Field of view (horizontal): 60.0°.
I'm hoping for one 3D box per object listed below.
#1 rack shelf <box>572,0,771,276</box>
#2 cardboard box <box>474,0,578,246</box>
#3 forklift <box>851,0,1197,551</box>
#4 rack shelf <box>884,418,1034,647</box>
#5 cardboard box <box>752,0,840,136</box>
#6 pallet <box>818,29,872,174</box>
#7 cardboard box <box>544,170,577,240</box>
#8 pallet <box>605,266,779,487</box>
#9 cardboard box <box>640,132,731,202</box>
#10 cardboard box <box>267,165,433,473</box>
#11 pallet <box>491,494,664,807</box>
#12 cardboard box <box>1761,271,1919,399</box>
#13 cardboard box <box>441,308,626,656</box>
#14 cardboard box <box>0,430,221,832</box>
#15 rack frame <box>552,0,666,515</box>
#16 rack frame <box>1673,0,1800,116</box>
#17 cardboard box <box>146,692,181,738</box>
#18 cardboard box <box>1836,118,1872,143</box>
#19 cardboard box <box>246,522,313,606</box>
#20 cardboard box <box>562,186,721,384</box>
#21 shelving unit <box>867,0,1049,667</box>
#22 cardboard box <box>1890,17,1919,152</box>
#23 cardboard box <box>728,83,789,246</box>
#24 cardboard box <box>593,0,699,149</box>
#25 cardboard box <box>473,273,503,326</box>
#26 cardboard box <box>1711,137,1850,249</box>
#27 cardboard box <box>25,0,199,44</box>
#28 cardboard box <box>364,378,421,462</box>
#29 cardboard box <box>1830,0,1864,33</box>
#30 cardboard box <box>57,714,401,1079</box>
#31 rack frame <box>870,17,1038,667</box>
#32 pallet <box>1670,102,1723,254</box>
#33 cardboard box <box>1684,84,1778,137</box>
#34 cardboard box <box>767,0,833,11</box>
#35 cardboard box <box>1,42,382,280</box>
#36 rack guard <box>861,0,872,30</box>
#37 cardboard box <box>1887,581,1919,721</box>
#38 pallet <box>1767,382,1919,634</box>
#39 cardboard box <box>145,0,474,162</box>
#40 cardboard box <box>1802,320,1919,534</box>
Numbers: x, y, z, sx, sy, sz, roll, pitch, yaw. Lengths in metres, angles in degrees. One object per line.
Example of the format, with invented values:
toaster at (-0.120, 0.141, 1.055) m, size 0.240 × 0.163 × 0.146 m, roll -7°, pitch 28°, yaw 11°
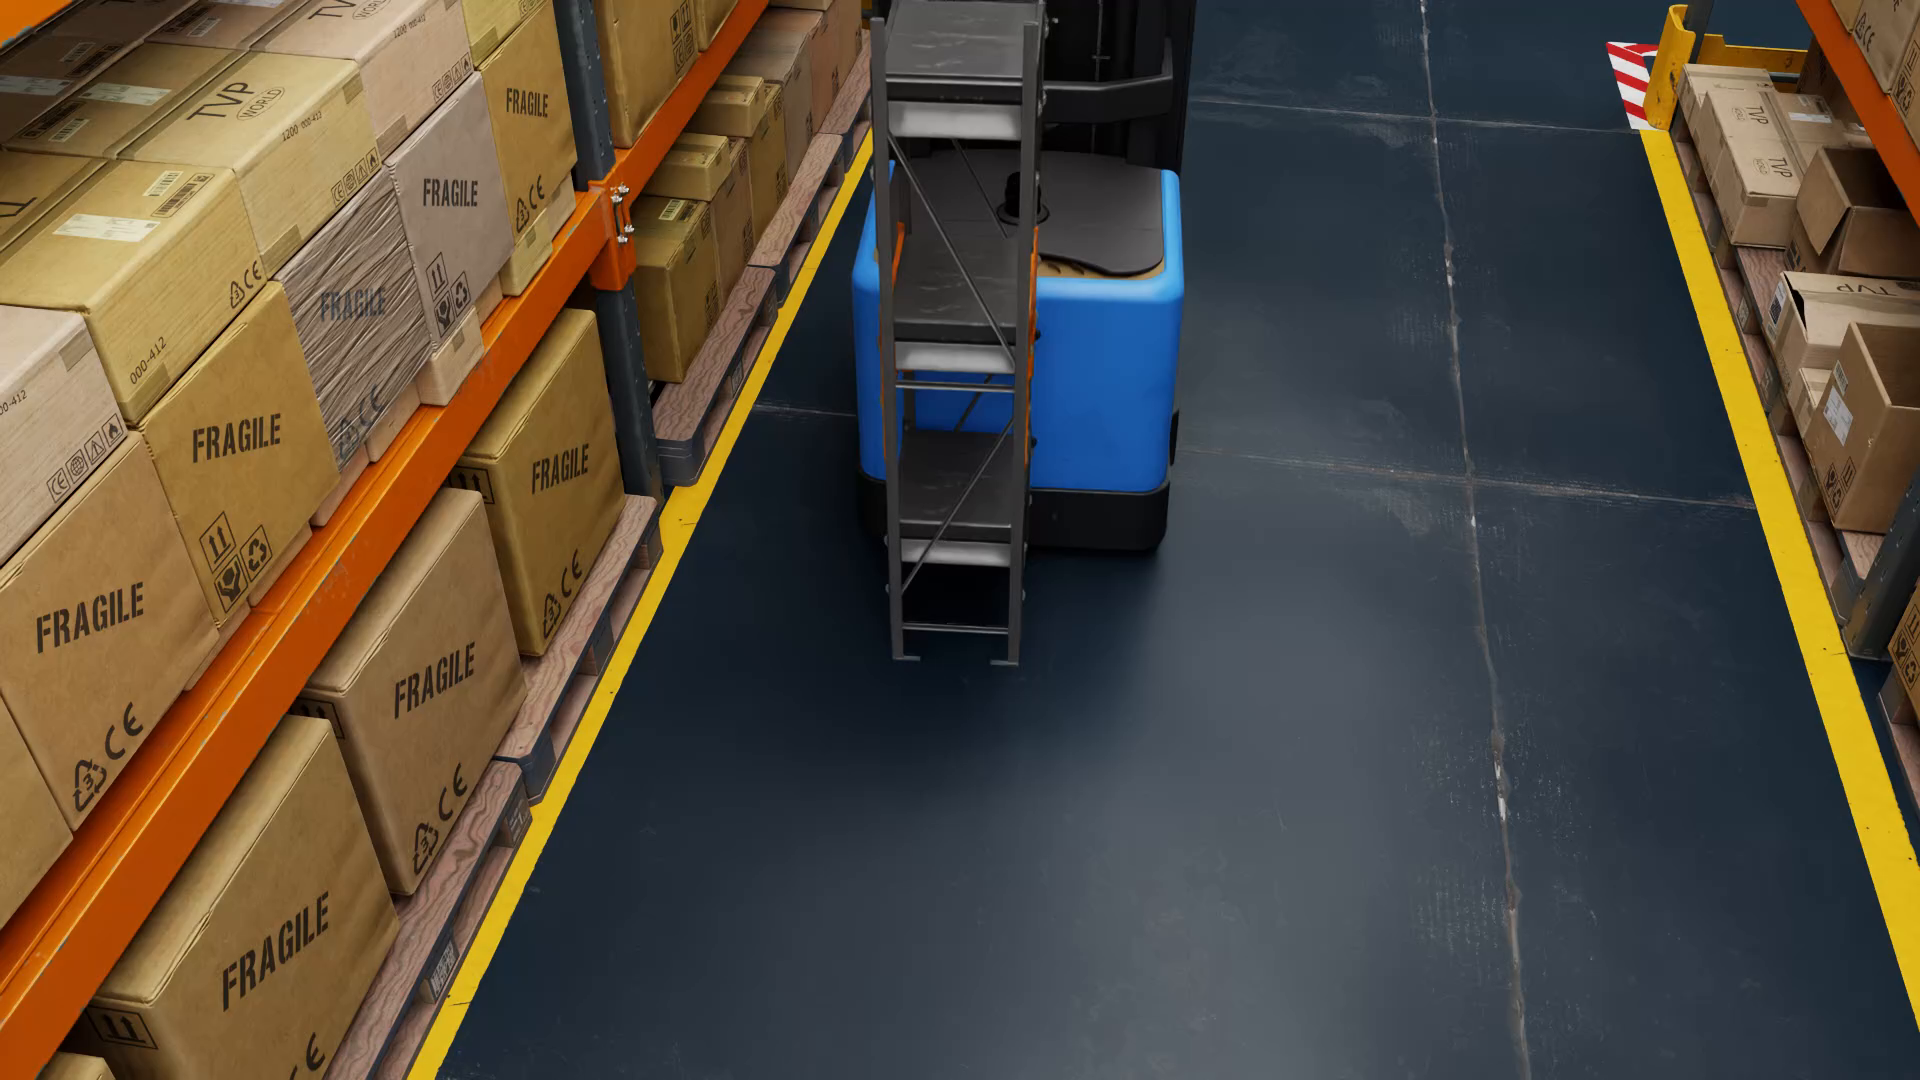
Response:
rack shelf at (-1.203, -2.282, 6.721) m, size 1.077 × 0.370 × 4.000 m, roll 6°, pitch 40°, yaw 8°
cardboard box at (-1.381, -1.148, 4.457) m, size 0.500 × 0.500 × 0.500 m, roll 6°, pitch 40°, yaw 7°
forklift at (0.283, -2.020, 5.894) m, size 1.130 × 2.935 × 3.031 m, roll 3°, pitch 40°, yaw 3°
rack shelf at (0.004, -0.026, 5.254) m, size 0.431 × 0.518 × 0.480 m, roll 3°, pitch 40°, yaw 3°
cardboard box at (-0.966, -2.249, 7.748) m, size 0.700 × 0.500 × 0.500 m, roll 6°, pitch 40°, yaw 8°
pallet at (-0.918, -2.230, 8.281) m, size 1.003 × 0.211 × 1.213 m, roll 6°, pitch 40°, yaw 8°
cardboard box at (-1.329, -0.972, 4.753) m, size 0.380 × 0.149 × 0.250 m, roll 7°, pitch 40°, yaw 8°
pallet at (-1.340, -0.698, 6.429) m, size 1.003 × 0.211 × 1.213 m, roll 6°, pitch 40°, yaw 8°
cardboard box at (-1.080, -1.406, 6.219) m, size 0.380 × 0.149 × 0.250 m, roll 8°, pitch 40°, yaw 9°
cardboard box at (-1.554, -0.512, 3.688) m, size 0.500 × 0.500 × 0.500 m, roll 6°, pitch 40°, yaw 8°
pallet at (-1.608, 0.263, 5.266) m, size 1.003 × 0.211 × 1.213 m, roll 6°, pitch 40°, yaw 8°
cardboard box at (3.280, -0.753, 6.072) m, size 0.500 × 0.311 × 0.500 m, roll 6°, pitch 40°, yaw 8°
cardboard box at (-1.533, -0.215, 5.014) m, size 0.750 × 0.750 × 0.750 m, roll 7°, pitch 40°, yaw 8°
cardboard box at (-1.718, 0.129, 2.912) m, size 0.500 × 0.500 × 0.500 m, roll 6°, pitch 40°, yaw 7°
rack frame at (-1.549, -1.304, 4.974) m, size 1.000 × 3.000 × 0.127 m, roll 6°, pitch 40°, yaw 8°
rack frame at (4.023, -3.271, 7.352) m, size 1.000 × 3.000 × 0.127 m, roll 6°, pitch 40°, yaw 8°
cardboard box at (-1.761, 0.303, 3.210) m, size 0.380 × 0.149 × 0.250 m, roll 7°, pitch 40°, yaw 8°
cardboard box at (4.013, -1.736, 7.374) m, size 0.380 × 0.166 × 0.250 m, roll 6°, pitch 40°, yaw 8°
cardboard box at (-1.649, -0.014, 3.594) m, size 0.380 × 0.149 × 0.250 m, roll 8°, pitch 40°, yaw 9°
cardboard box at (-1.319, -0.961, 6.190) m, size 0.700 × 0.500 × 0.500 m, roll 7°, pitch 40°, yaw 8°
shelving unit at (0.004, -0.576, 4.799) m, size 0.431 × 2.100 × 0.503 m, roll 3°, pitch 40°, yaw 3°
cardboard box at (3.252, -1.465, 5.089) m, size 0.500 × 0.500 × 0.500 m, roll 7°, pitch 40°, yaw 9°
cardboard box at (-1.137, -1.598, 6.961) m, size 0.700 × 0.500 × 0.500 m, roll 7°, pitch 40°, yaw 9°
cardboard box at (-1.439, -1.759, 5.288) m, size 0.980 × 0.700 × 0.700 m, roll 7°, pitch 40°, yaw 8°
cardboard box at (-1.438, -0.653, 4.368) m, size 0.380 × 0.149 × 0.250 m, roll 8°, pitch 40°, yaw 9°
cardboard box at (3.476, -1.443, 6.954) m, size 0.500 × 0.250 × 0.500 m, roll 6°, pitch 40°, yaw 8°
cardboard box at (-1.969, -1.165, 3.889) m, size 0.500 × 0.250 × 0.500 m, roll 7°, pitch 40°, yaw 8°
cardboard box at (-1.534, -0.335, 3.983) m, size 0.380 × 0.149 × 0.250 m, roll 6°, pitch 40°, yaw 8°
cardboard box at (3.424, -2.107, 5.866) m, size 0.500 × 0.500 × 0.500 m, roll 7°, pitch 40°, yaw 8°
cardboard box at (-1.827, 0.877, 3.693) m, size 0.750 × 0.750 × 0.750 m, roll 6°, pitch 40°, yaw 7°
rack frame at (-0.014, -0.421, 4.612) m, size 0.400 × 2.100 × 0.015 m, roll 3°, pitch 40°, yaw 3°
pallet at (3.873, -1.648, 7.578) m, size 1.003 × 0.211 × 1.213 m, roll 6°, pitch 40°, yaw 8°
cardboard box at (3.569, -1.967, 7.653) m, size 0.380 × 0.166 × 0.250 m, roll 6°, pitch 40°, yaw 8°
cardboard box at (-0.766, -2.552, 7.605) m, size 0.380 × 0.149 × 0.250 m, roll 7°, pitch 40°, yaw 9°
cardboard box at (-1.564, -0.793, 3.439) m, size 0.500 × 0.250 × 0.500 m, roll 7°, pitch 40°, yaw 9°
rack guard at (-0.853, -2.866, 8.825) m, size 1.175 × 0.500 × 0.348 m, roll 6°, pitch 40°, yaw 8°
cardboard box at (3.007, 0.310, 4.637) m, size 0.500 × 0.500 × 0.500 m, roll 5°, pitch 40°, yaw 6°
pallet at (3.450, -0.117, 5.726) m, size 1.003 × 0.211 × 1.213 m, roll 6°, pitch 40°, yaw 8°
cardboard box at (-1.476, -1.113, 3.826) m, size 0.500 × 0.250 × 0.500 m, roll 7°, pitch 40°, yaw 9°
cardboard box at (3.150, -0.356, 5.442) m, size 0.500 × 0.500 × 0.500 m, roll 6°, pitch 40°, yaw 8°
